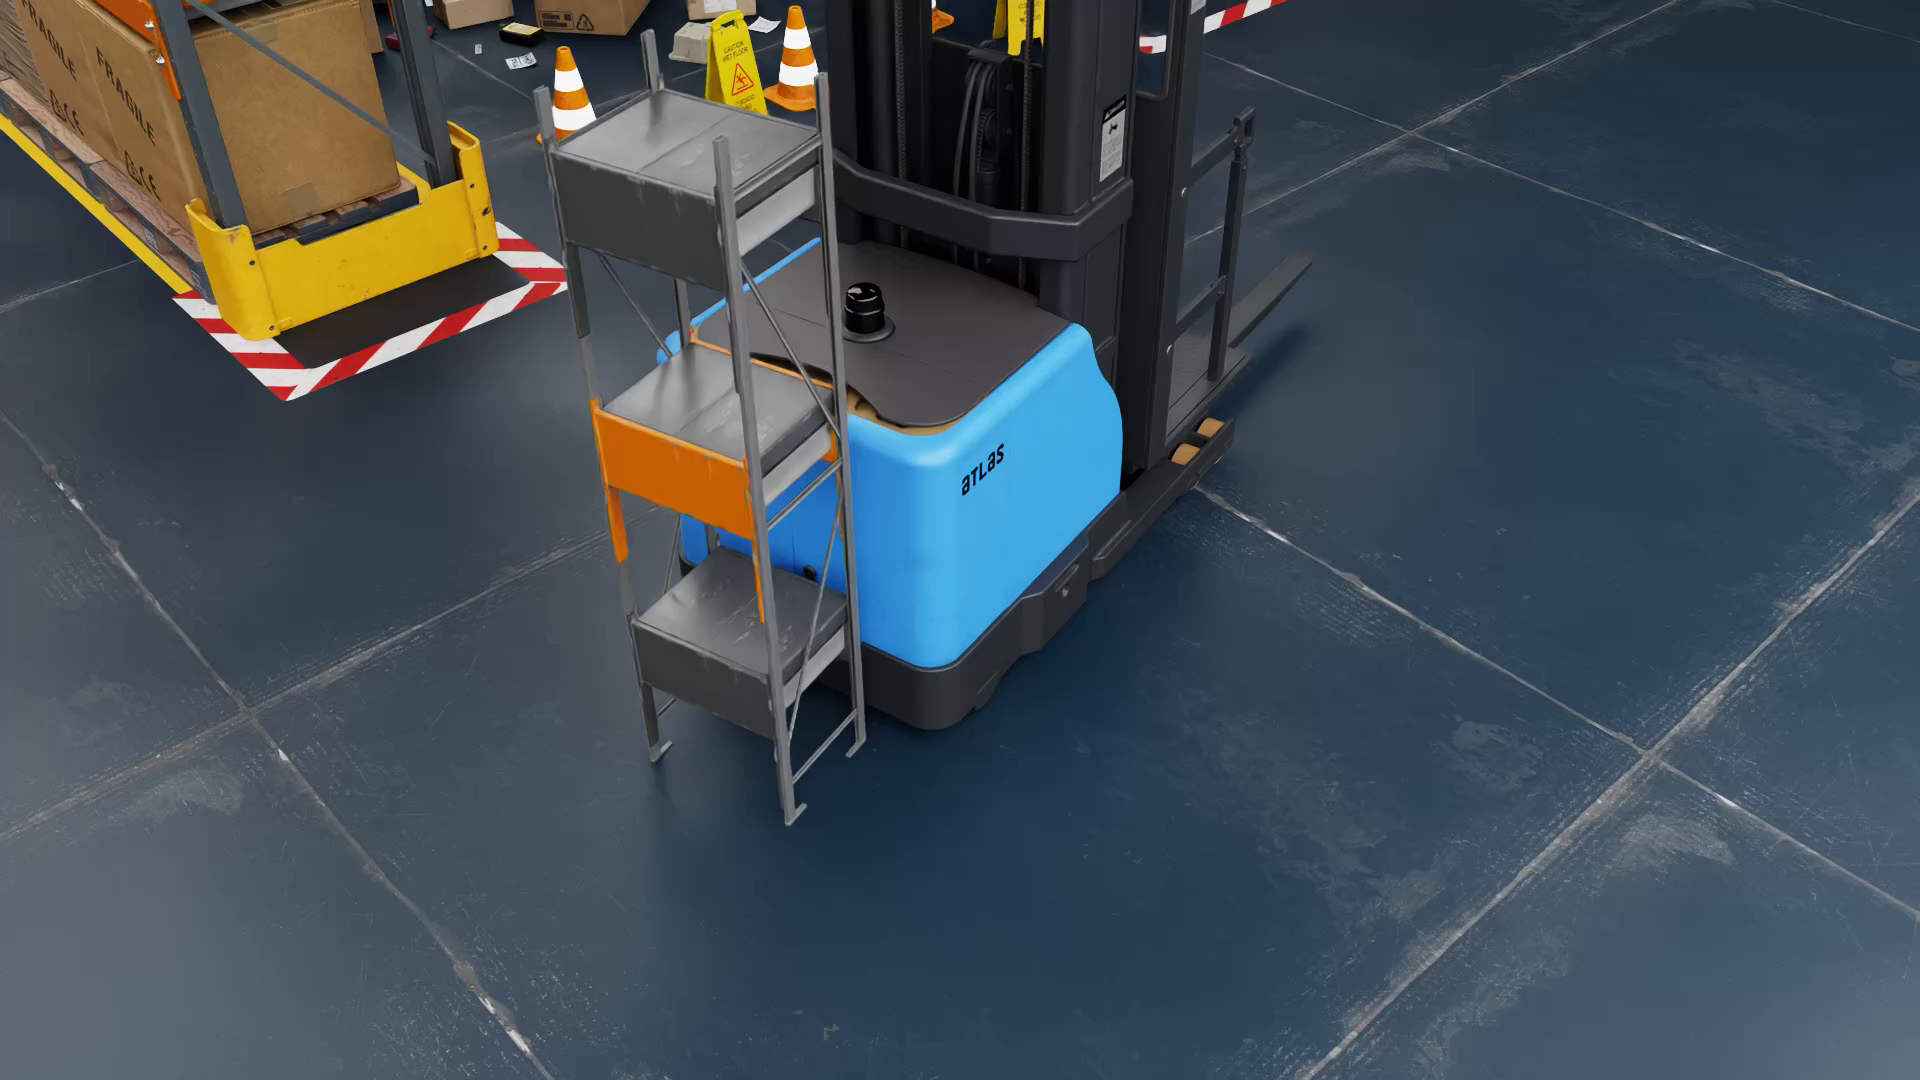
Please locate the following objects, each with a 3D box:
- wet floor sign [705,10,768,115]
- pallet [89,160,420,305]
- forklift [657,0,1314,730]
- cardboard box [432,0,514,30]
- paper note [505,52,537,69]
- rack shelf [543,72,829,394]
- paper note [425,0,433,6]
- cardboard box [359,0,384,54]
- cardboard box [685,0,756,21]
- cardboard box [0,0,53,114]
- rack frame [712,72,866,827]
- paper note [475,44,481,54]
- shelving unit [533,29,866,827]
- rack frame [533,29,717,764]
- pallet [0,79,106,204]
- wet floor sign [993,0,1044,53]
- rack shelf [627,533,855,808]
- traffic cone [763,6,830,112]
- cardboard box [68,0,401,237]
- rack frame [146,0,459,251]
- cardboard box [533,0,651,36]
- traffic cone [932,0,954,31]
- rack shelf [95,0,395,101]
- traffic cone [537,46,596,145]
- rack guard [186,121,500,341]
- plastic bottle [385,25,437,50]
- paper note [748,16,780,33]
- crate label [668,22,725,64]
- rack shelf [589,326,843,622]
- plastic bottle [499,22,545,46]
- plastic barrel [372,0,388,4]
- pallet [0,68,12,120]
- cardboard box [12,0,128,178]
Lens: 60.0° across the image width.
[{"bbox_3d":[-1.092,-2.207,7.970,0.232,0.644,0.267,26,45,28],"label":"wet floor sign"},{"bbox_3d":[-3.168,-1.547,7.498,1.003,0.211,1.213,-30,48,-32],"label":"pallet"},{"bbox_3d":[0.346,-1.469,5.236,1.130,2.935,3.031,23,44,25],"label":"forklift"},{"bbox_3d":[-2.756,-3.070,9.340,0.396,0.266,0.258,-22,44,-25],"label":"cardboard box"},{"bbox_3d":[-2.352,-2.567,8.906,0.144,0.017,0.142,-15,41,-17],"label":"paper note"},{"bbox_3d":[-0.610,-0.723,3.879,0.480,0.518,0.431,20,43,24],"label":"rack shelf"},{"bbox_3d":[-3.009,-3.137,9.617,0.172,0.023,0.155,-15,41,-17],"label":"paper note"},{"bbox_3d":[-3.469,-2.893,8.932,0.500,0.500,0.500,-22,44,-25],"label":"cardboard box"},{"bbox_3d":[-1.366,-3.084,9.451,0.380,0.149,0.250,-8,40,-10],"label":"cardboard box"},{"bbox_3d":[-4.289,-2.747,8.121,0.875,0.875,0.875,-30,47,-31],"label":"cardboard box"},{"bbox_3d":[-0.396,-0.111,4.211,0.015,2.100,0.400,20,43,24],"label":"rack frame"},{"bbox_3d":[-2.622,-2.673,9.051,0.032,0.001,0.123,-8,40,-10],"label":"paper note"},{"bbox_3d":[-0.606,-0.188,4.309,0.503,2.100,0.431,20,43,24],"label":"shelving unit"},{"bbox_3d":[-0.815,-0.265,4.407,0.015,2.100,0.400,20,43,24],"label":"rack frame"},{"bbox_3d":[-3.989,-2.112,8.197,1.003,0.211,1.213,-30,48,-32],"label":"pallet"},{"bbox_3d":[0.348,-2.987,8.935,0.267,0.644,0.232,-15,41,-17],"label":"wet floor sign"},{"bbox_3d":[-0.602,0.368,4.756,0.480,0.518,0.431,20,43,24],"label":"rack shelf"},{"bbox_3d":[-0.821,-2.480,8.453,0.336,0.463,0.334,-30,48,-32],"label":"traffic cone"},{"bbox_3d":[-3.077,-1.918,7.094,0.875,0.875,0.875,-30,47,-32],"label":"cardboard box"},{"bbox_3d":[-2.570,-2.295,6.205,1.000,3.000,0.127,-30,48,-32],"label":"rack frame"},{"bbox_3d":[-2.045,-3.211,9.326,0.637,0.503,0.797,5,39,6],"label":"cardboard box"},{"bbox_3d":[-0.233,-3.109,9.232,0.336,0.463,0.334,-30,48,-32],"label":"traffic cone"},{"bbox_3d":[-3.923,-2.941,7.577,1.077,0.370,4.000,-30,48,-32],"label":"rack shelf"},{"bbox_3d":[-1.883,-2.158,8.053,0.336,0.463,0.334,-30,48,-32],"label":"traffic cone"},{"bbox_3d":[-2.554,-1.312,6.976,1.175,0.500,0.348,-30,48,-32],"label":"rack guard"},{"bbox_3d":[-3.009,-2.775,9.137,0.133,0.061,0.283,18,42,21],"label":"plastic bottle"},{"bbox_3d":[-1.098,-2.882,9.294,0.142,0.019,0.148,18,42,21],"label":"paper note"},{"bbox_3d":[-1.398,-2.691,8.973,0.298,0.136,0.250,11,40,13],"label":"crate label"},{"bbox_3d":[-0.606,-0.178,4.318,0.480,0.518,0.431,20,43,24],"label":"rack shelf"},{"bbox_3d":[-2.439,-2.792,9.158,0.283,0.061,0.133,18,42,21],"label":"plastic bottle"},{"bbox_3d":[-3.378,-3.271,9.463,0.512,0.421,0.421,-2,39,-2],"label":"plastic barrel"},{"bbox_3d":[-4.819,-2.676,8.896,1.003,0.211,1.213,-30,48,-32],"label":"pallet"},{"bbox_3d":[-3.674,-2.324,7.597,0.875,0.875,0.875,-31,48,-32],"label":"cardboard box"}]
